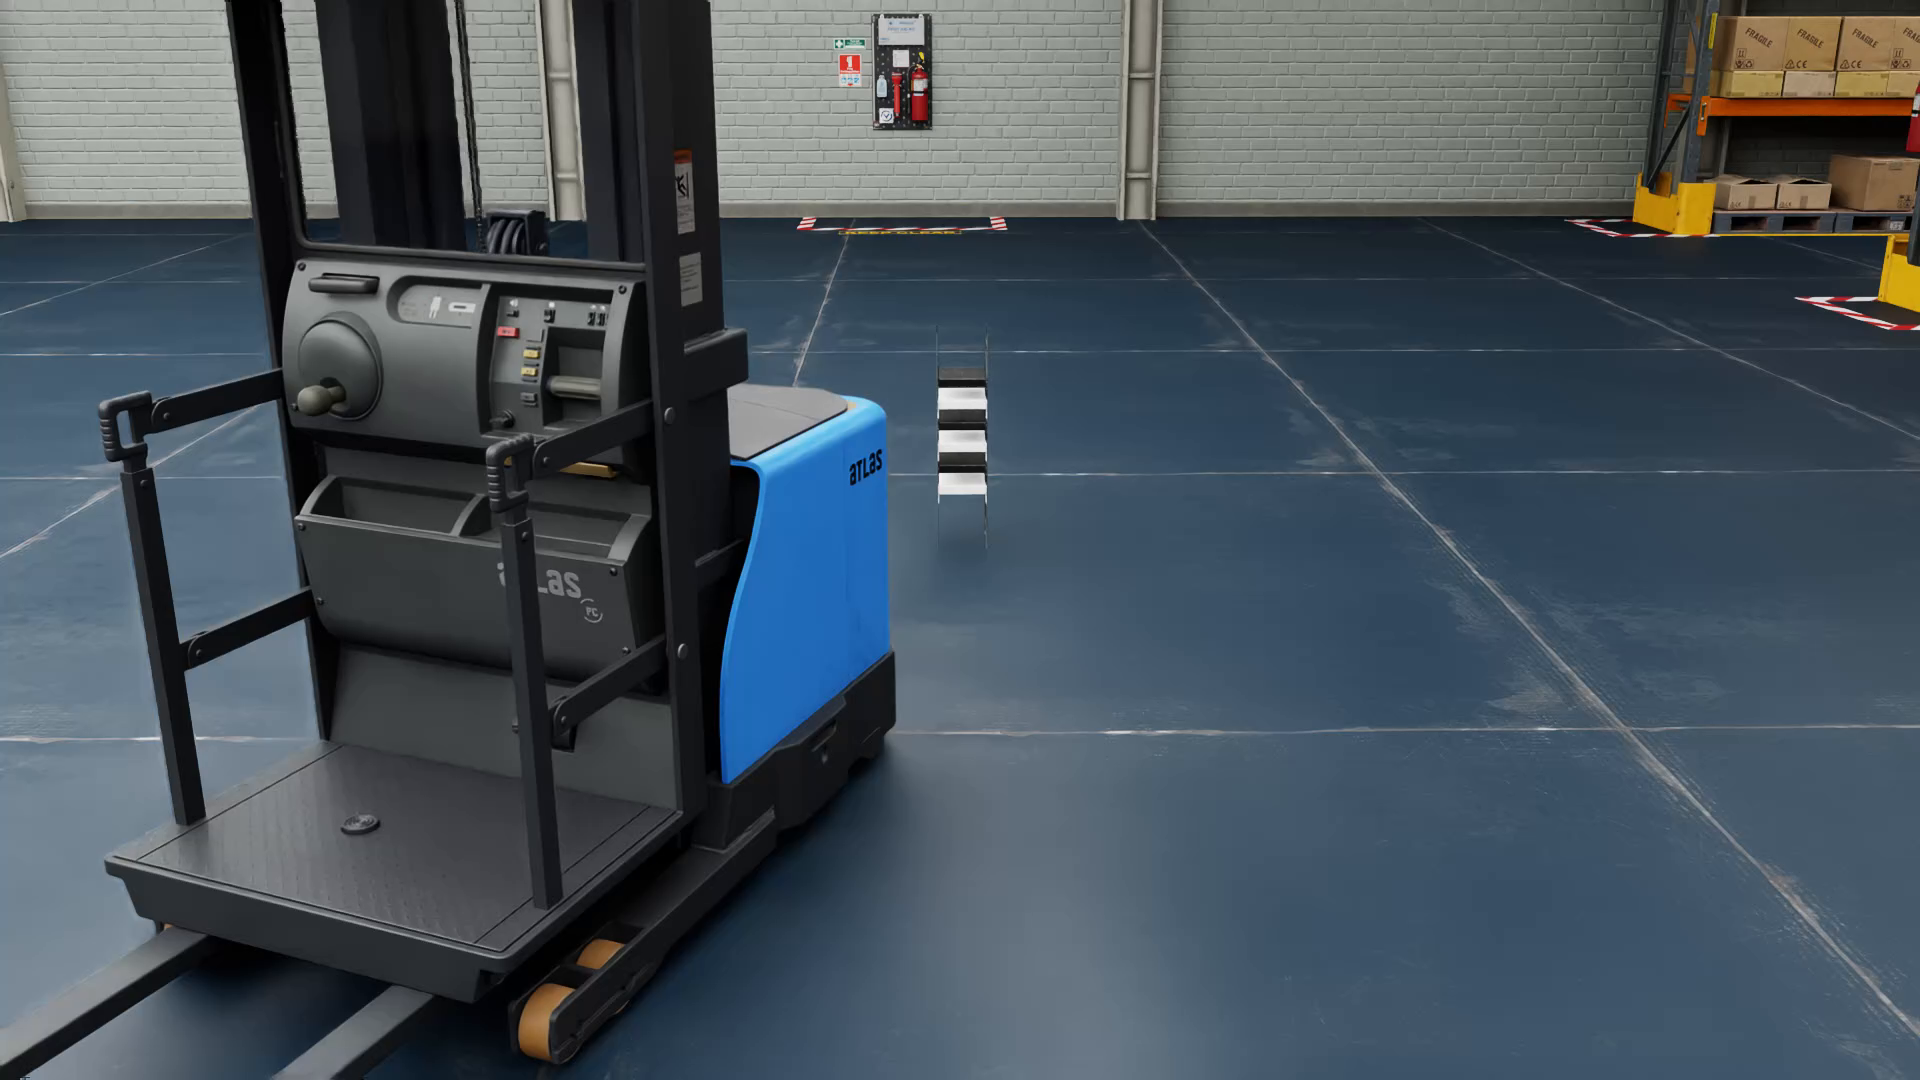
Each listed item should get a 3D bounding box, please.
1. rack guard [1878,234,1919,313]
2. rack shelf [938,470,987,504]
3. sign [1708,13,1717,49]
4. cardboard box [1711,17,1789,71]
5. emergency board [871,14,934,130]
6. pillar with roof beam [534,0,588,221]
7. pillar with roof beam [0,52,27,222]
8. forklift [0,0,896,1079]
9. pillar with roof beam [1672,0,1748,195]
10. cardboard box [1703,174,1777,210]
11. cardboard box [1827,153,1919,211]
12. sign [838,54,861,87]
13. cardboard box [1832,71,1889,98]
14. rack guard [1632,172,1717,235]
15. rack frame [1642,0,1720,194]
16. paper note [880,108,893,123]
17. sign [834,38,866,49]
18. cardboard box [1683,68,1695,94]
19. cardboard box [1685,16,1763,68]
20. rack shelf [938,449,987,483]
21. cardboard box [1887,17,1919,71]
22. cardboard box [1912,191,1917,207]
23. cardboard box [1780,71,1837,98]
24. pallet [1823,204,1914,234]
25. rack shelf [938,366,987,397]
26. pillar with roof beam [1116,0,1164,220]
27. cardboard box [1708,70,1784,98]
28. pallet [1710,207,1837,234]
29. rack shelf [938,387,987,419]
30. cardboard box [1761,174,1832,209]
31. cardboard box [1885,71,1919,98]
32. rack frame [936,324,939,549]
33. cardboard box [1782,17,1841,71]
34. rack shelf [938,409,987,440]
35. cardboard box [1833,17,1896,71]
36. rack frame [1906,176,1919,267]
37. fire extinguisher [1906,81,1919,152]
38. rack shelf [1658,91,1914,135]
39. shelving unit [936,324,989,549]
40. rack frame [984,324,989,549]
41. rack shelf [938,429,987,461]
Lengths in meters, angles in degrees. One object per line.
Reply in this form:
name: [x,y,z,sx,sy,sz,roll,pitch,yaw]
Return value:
rack guard: [7.247,-1.923,12.223,0.348,0.500,1.175,0,18,-1]
rack shelf: [0.008,-0.225,6.975,0.200,0.077,0.258,0,18,-1]
sign: [7.198,-4.872,15.909,0.005,0.325,0.100,0,18,-1]
cardboard box: [7.671,-4.832,16.184,0.500,0.500,0.500,0,18,-1]
emergency board: [-0.596,-4.864,17.301,0.643,1.169,0.194,0,18,-1]
pillar with roof beam: [-4.055,-6.377,12.196,0.400,9.000,9.100,0,18,-1]
pillar with roof beam: [-10.055,-6.349,12.106,0.400,9.000,9.100,0,18,-1]
forklift: [-1.222,-0.422,3.565,1.130,2.935,3.031,7,19,21]
pillar with roof beam: [7.943,-6.435,12.377,0.400,9.000,9.100,0,18,-1]
cardboard box: [7.882,-3.531,16.826,0.500,0.311,0.500,-2,18,-7]
cardboard box: [9.186,-3.612,16.769,0.500,0.500,0.700,-1,18,-4]
sign: [-1.150,-4.910,17.385,0.234,0.329,0.001,0,18,-1]
cardboard box: [8.710,-4.477,16.306,0.500,0.250,0.500,-1,18,-2]
rack guard: [7.265,-3.436,16.941,0.348,0.500,1.175,0,18,-1]
rack frame: [7.189,-4.626,16.558,0.127,3.000,1.000,0,18,-1]
paper note: [-0.774,-4.465,17.498,0.142,0.148,0.016,0,18,-1]
sign: [-1.145,-5.160,17.296,0.331,0.109,0.001,0,18,-1]
cardboard box: [7.653,-4.626,16.769,0.500,0.250,0.500,0,18,0]
cardboard box: [7.657,-4.988,16.672,0.500,0.500,0.500,0,18,-1]
rack shelf: [0.008,-0.311,6.948,0.200,0.077,0.258,0,18,-1]
cardboard box: [9.198,-4.838,16.203,0.500,0.500,0.500,0,18,1]
cardboard box: [9.589,-3.496,16.981,0.250,0.149,0.380,-2,18,-5]
cardboard box: [8.201,-4.476,16.304,0.500,0.250,0.500,-1,18,-3]
pallet: [9.294,-3.297,16.979,1.213,0.211,1.003,0,18,-1]
rack shelf: [0.008,-0.654,6.838,0.200,0.077,0.258,0,18,-1]
pillar with roof beam: [1.944,-6.406,12.286,0.400,9.000,9.100,0,18,-1]
cardboard box: [7.682,-4.469,16.283,0.500,0.250,0.500,-1,18,-2]
pallet: [8.078,-3.292,16.963,1.213,0.211,1.003,0,18,-1]
rack shelf: [0.008,-0.568,6.865,0.200,0.077,0.258,0,18,-1]
cardboard box: [8.452,-3.534,16.834,0.500,0.311,0.500,1,18,4]
cardboard box: [9.216,-4.479,16.311,0.500,0.250,0.500,0,18,0]
rack frame: [-0.094,-0.428,6.909,0.006,0.900,0.240,0,18,-1]
cardboard box: [8.165,-4.831,16.182,0.500,0.500,0.500,0,18,-1]
rack shelf: [0.008,-0.482,6.893,0.200,0.077,0.258,0,18,-1]
cardboard box: [8.682,-4.832,16.184,0.500,0.500,0.500,-1,18,-3]
rack frame: [7.271,-3.113,11.841,0.127,3.000,1.000,0,18,-1]
fire extinguisher: [7.145,-3.218,12.294,0.183,0.674,0.296,0,18,-1]
rack shelf: [9.189,-4.293,16.698,4.000,0.370,1.077,0,18,-1]
shelving unit: [0.008,-0.429,6.910,0.210,0.900,0.258,0,18,-1]
rack frame: [0.110,-0.429,6.912,0.006,0.900,0.240,0,18,-1]
rack shelf: [0.008,-0.397,6.920,0.200,0.077,0.258,0,18,-1]
